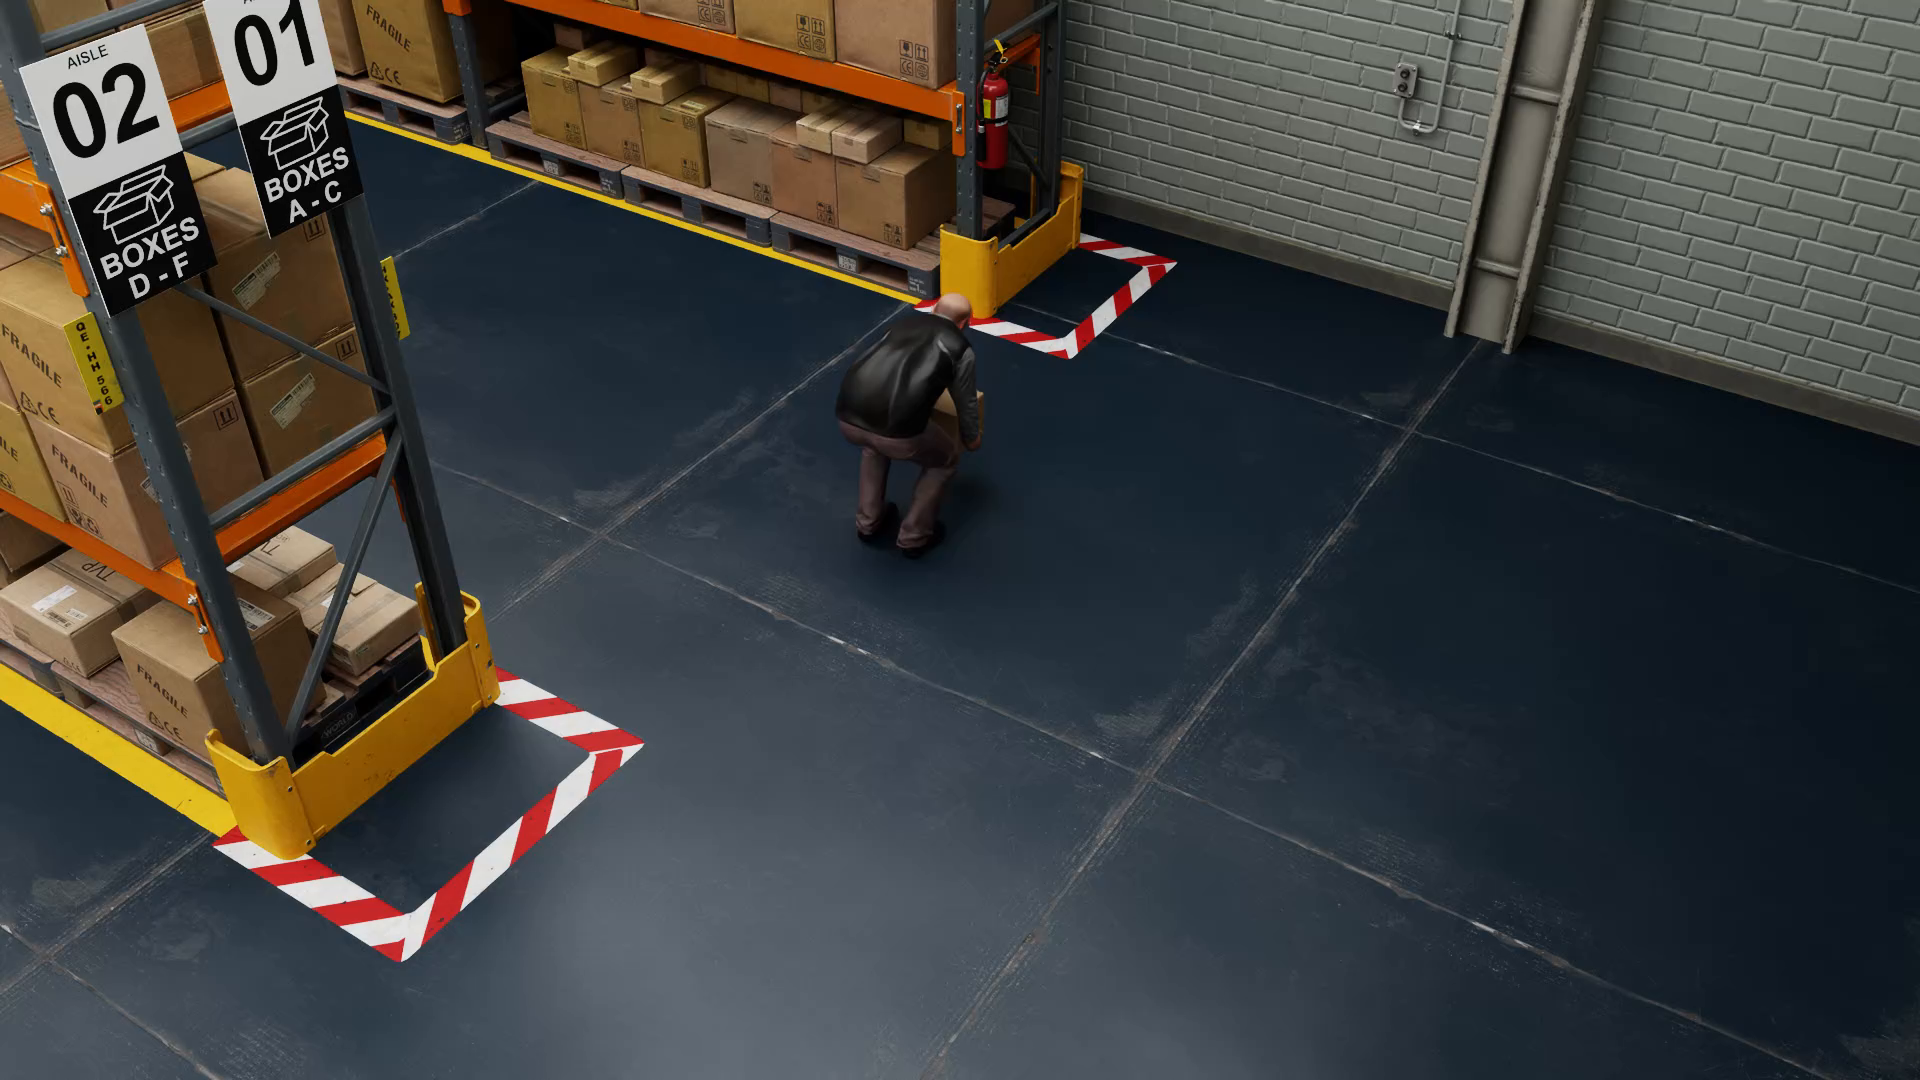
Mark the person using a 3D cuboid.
[{"bbox_3d":[-0.206,-0.544,7.913,0.502,1.078,0.948,19,42,23],"label":"person"}]
